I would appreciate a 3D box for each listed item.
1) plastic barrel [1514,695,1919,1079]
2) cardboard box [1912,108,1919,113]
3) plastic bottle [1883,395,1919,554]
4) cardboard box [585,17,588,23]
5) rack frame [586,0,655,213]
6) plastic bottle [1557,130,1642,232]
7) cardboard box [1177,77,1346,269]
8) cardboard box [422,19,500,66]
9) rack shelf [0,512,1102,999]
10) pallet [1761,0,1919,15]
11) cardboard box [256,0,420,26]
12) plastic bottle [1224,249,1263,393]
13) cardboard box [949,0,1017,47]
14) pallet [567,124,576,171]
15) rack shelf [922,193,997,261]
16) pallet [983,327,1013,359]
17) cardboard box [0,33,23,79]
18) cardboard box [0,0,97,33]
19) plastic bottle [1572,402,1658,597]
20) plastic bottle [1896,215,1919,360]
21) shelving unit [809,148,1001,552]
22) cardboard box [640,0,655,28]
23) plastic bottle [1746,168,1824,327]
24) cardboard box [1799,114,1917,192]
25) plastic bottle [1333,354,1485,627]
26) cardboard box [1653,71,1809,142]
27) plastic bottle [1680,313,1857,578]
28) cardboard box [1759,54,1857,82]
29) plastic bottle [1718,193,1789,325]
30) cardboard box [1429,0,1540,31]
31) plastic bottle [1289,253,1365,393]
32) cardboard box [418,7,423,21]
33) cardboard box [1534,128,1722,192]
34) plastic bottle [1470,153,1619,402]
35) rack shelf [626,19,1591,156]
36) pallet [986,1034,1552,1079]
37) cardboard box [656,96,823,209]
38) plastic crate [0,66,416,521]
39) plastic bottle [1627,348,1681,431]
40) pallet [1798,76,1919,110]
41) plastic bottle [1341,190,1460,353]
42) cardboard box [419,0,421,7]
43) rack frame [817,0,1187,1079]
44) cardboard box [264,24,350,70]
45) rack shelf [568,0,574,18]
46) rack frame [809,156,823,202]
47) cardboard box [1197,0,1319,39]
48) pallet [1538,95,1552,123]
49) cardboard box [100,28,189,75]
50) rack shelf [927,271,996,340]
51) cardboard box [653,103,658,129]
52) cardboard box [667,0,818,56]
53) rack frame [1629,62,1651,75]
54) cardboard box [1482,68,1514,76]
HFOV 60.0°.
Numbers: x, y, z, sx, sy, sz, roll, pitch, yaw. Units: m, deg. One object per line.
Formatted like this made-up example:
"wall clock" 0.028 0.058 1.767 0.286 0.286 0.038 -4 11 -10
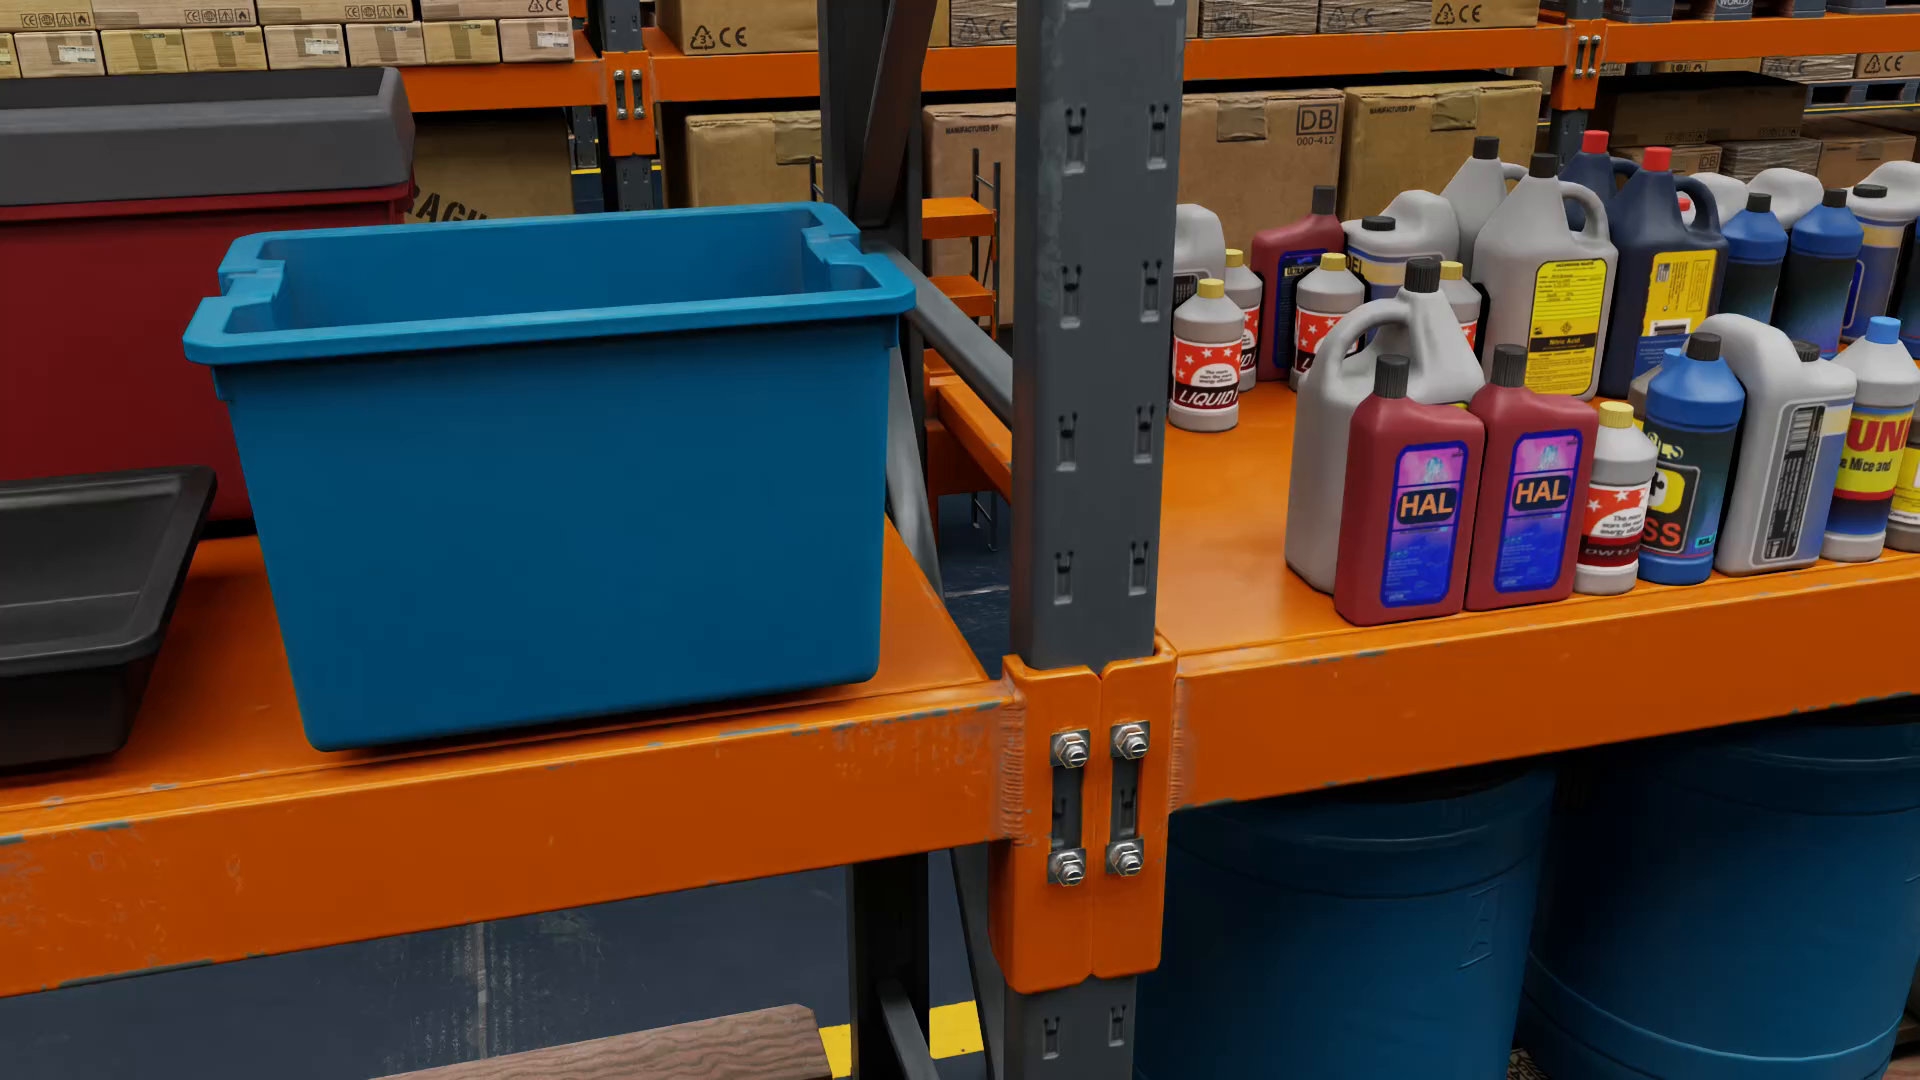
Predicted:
"plastic barrel" 1.208 0.414 2.611 0.708 0.901 0.600 -6 24 -14
"cardboard box" 5.302 -1.916 8.523 0.500 0.500 0.700 -6 24 -15
"plastic bottle" 1.112 -0.095 1.920 0.097 0.201 0.097 0 23 0
"cardboard box" -3.441 -5.187 15.696 0.875 0.875 0.875 -6 24 -13
"rack frame" -1.340 -2.111 6.366 0.127 3.000 1.000 -6 24 -14
"plastic bottle" 0.973 -0.450 2.557 0.185 0.351 0.144 -6 24 -14
"cardboard box" 0.981 -1.596 7.328 0.875 0.875 1.225 -6 24 -14
"cardboard box" -1.793 -1.811 5.986 0.250 0.149 0.380 -6 24 -13
"rack shelf" -1.927 0.313 1.629 4.000 0.370 1.077 -6 24 -14
"pallet" 4.406 -2.676 7.925 1.213 0.211 1.003 -6 24 -14
"cardboard box" -2.192 -1.976 5.865 0.500 0.250 0.500 -6 24 -13
"plastic bottle" 0.395 -0.327 2.460 0.097 0.201 0.097 0 23 0
"cardboard box" 0.136 -2.218 6.489 0.500 0.500 0.500 -7 24 -16
"pallet" -3.219 -2.639 11.132 1.213 0.211 1.003 -6 24 -14
"rack shelf" -0.159 -0.895 4.817 0.480 0.148 0.258 -6 24 -14
"pallet" 0.560 -1.072 7.481 1.213 0.211 1.003 -6 24 -14
"cardboard box" -3.279 -1.647 5.602 0.250 0.149 0.380 -7 24 -16
"cardboard box" -3.172 -1.869 5.615 0.500 0.250 0.500 -7 24 -15
"plastic bottle" 0.701 -0.050 1.814 0.097 0.201 0.097 0 23 0
"plastic bottle" 1.532 -0.423 2.594 0.097 0.271 0.097 0 23 0
"shelving unit" -0.159 -0.534 4.972 0.503 1.200 0.258 -6 24 -14
"cardboard box" -1.933 -3.569 11.451 0.500 0.250 0.500 -7 24 -16
"plastic bottle" 1.257 -0.445 2.641 0.135 0.276 0.152 -6 24 -14
"cardboard box" 4.226 -1.797 8.245 0.500 0.500 0.700 -4 24 -10
"plastic bottle" 0.466 -0.054 1.720 0.133 0.283 0.061 -6 24 -14
"cardboard box" 3.657 -2.078 7.951 0.500 0.250 0.500 -4 23 -8
"plastic bottle" 0.899 -0.117 1.877 0.135 0.276 0.152 -6 24 -14
"cardboard box" 6.612 -4.212 13.423 0.875 0.875 0.875 -6 24 -14
"plastic bottle" 1.179 -0.384 2.503 0.097 0.271 0.097 0 23 0
"cardboard box" 2.103 -2.437 6.998 0.500 0.500 0.500 -6 24 -13
"plastic bottle" 0.539 -0.318 2.439 0.097 0.201 0.097 0 23 0
"cardboard box" -2.221 -2.034 6.505 0.250 0.149 0.380 -6 24 -13
"cardboard box" 3.151 -1.670 7.949 0.500 0.500 0.700 -8 24 -17
"plastic bottle" 0.834 -0.376 2.384 0.185 0.351 0.144 -6 24 -14
"rack shelf" 0.586 -1.994 7.005 4.000 0.370 1.077 -6 24 -14
"pallet" 0.752 0.984 2.688 1.213 0.211 1.003 -6 24 -14
"cardboard box" -0.729 -1.404 6.879 0.875 0.875 1.225 -6 24 -14
"plastic crate" -0.929 -0.288 1.960 0.583 0.464 0.402 -6 24 -14
"plastic bottle" 0.847 -0.129 1.997 0.097 0.201 0.097 0 23 0
"pallet" 7.050 -3.758 13.741 1.213 0.211 1.003 -6 24 -14
"plastic bottle" 0.642 -0.377 2.483 0.135 0.276 0.152 -6 24 -14
"cardboard box" -1.863 -2.228 6.452 0.500 0.250 0.500 -7 24 -15
"rack frame" -0.002 -0.231 1.984 0.127 3.000 1.000 -6 24 -14
"cardboard box" -2.287 -1.757 5.859 0.250 0.149 0.380 -6 24 -13
"rack shelf" -4.508 -3.461 10.425 4.000 0.370 1.077 -6 24 -14
"rack frame" -0.394 -0.508 4.912 0.015 1.200 0.240 -6 24 -14
"cardboard box" 1.123 -2.329 6.747 0.500 0.500 0.500 -7 24 -16
"pallet" 4.398 -3.465 13.058 1.213 0.211 1.003 -6 24 -14
"cardboard box" -2.782 -1.702 5.731 0.250 0.149 0.380 -7 24 -15
"rack shelf" -0.159 -0.678 4.911 0.480 0.148 0.258 -6 24 -14
"cardboard box" -1.799 -3.027 11.139 0.500 0.500 0.500 -5 24 -12
"cardboard box" -0.829 -2.111 6.240 0.500 0.500 0.500 -6 24 -14
"rack frame" 5.120 -4.857 12.766 0.127 3.000 1.000 -6 24 -14
"cardboard box" 3.617 -3.815 12.657 0.750 0.750 1.050 -6 24 -14
